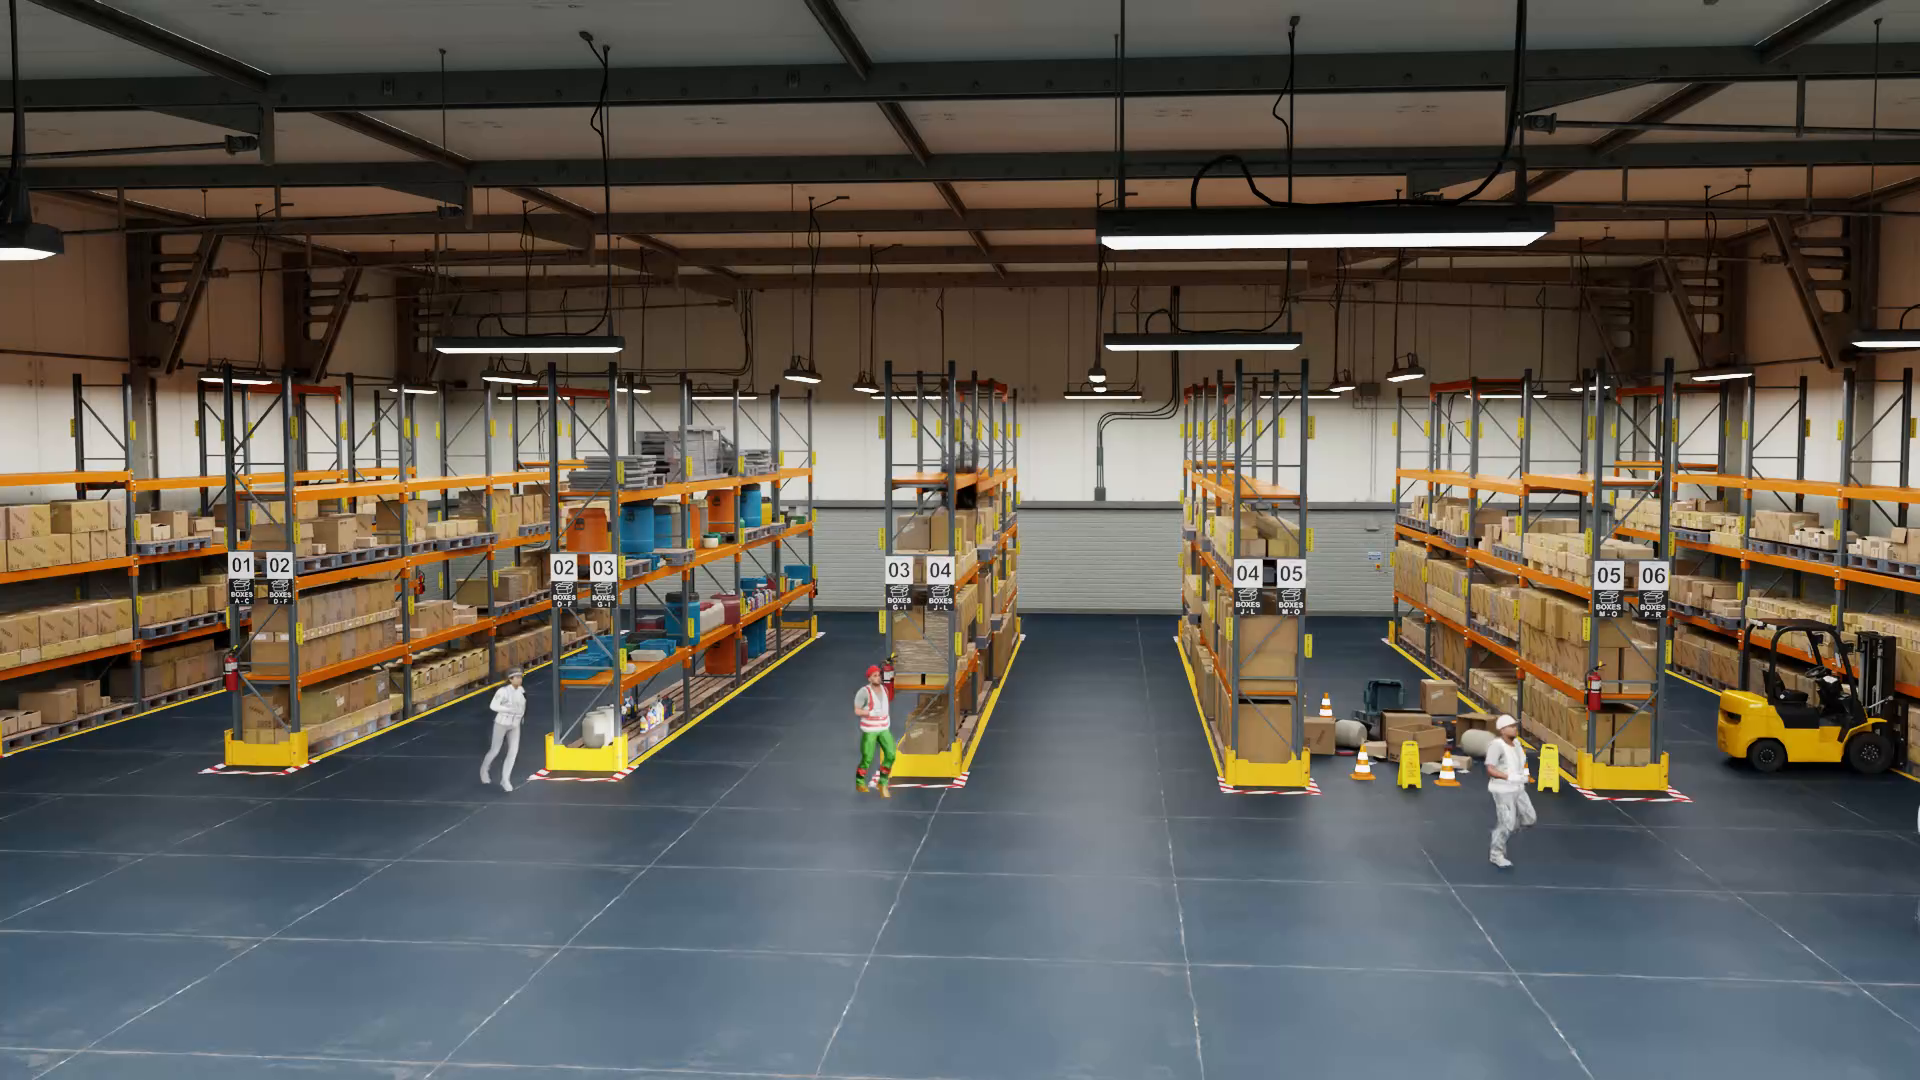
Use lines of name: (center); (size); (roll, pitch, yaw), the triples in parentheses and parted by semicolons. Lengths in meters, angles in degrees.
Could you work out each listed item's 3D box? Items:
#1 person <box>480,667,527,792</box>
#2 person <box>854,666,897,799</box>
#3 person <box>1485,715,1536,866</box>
person: (-6.335, 2.626, 23.419); (0.626, 1.683, 0.860); (-3, 5, -40)
person: (-1.152, 2.627, 22.642); (0.633, 1.842, 0.720); (-2, 4, -33)
person: (6.307, 2.871, 19.046); (0.739, 1.744, 0.572); (-3, 5, -41)
